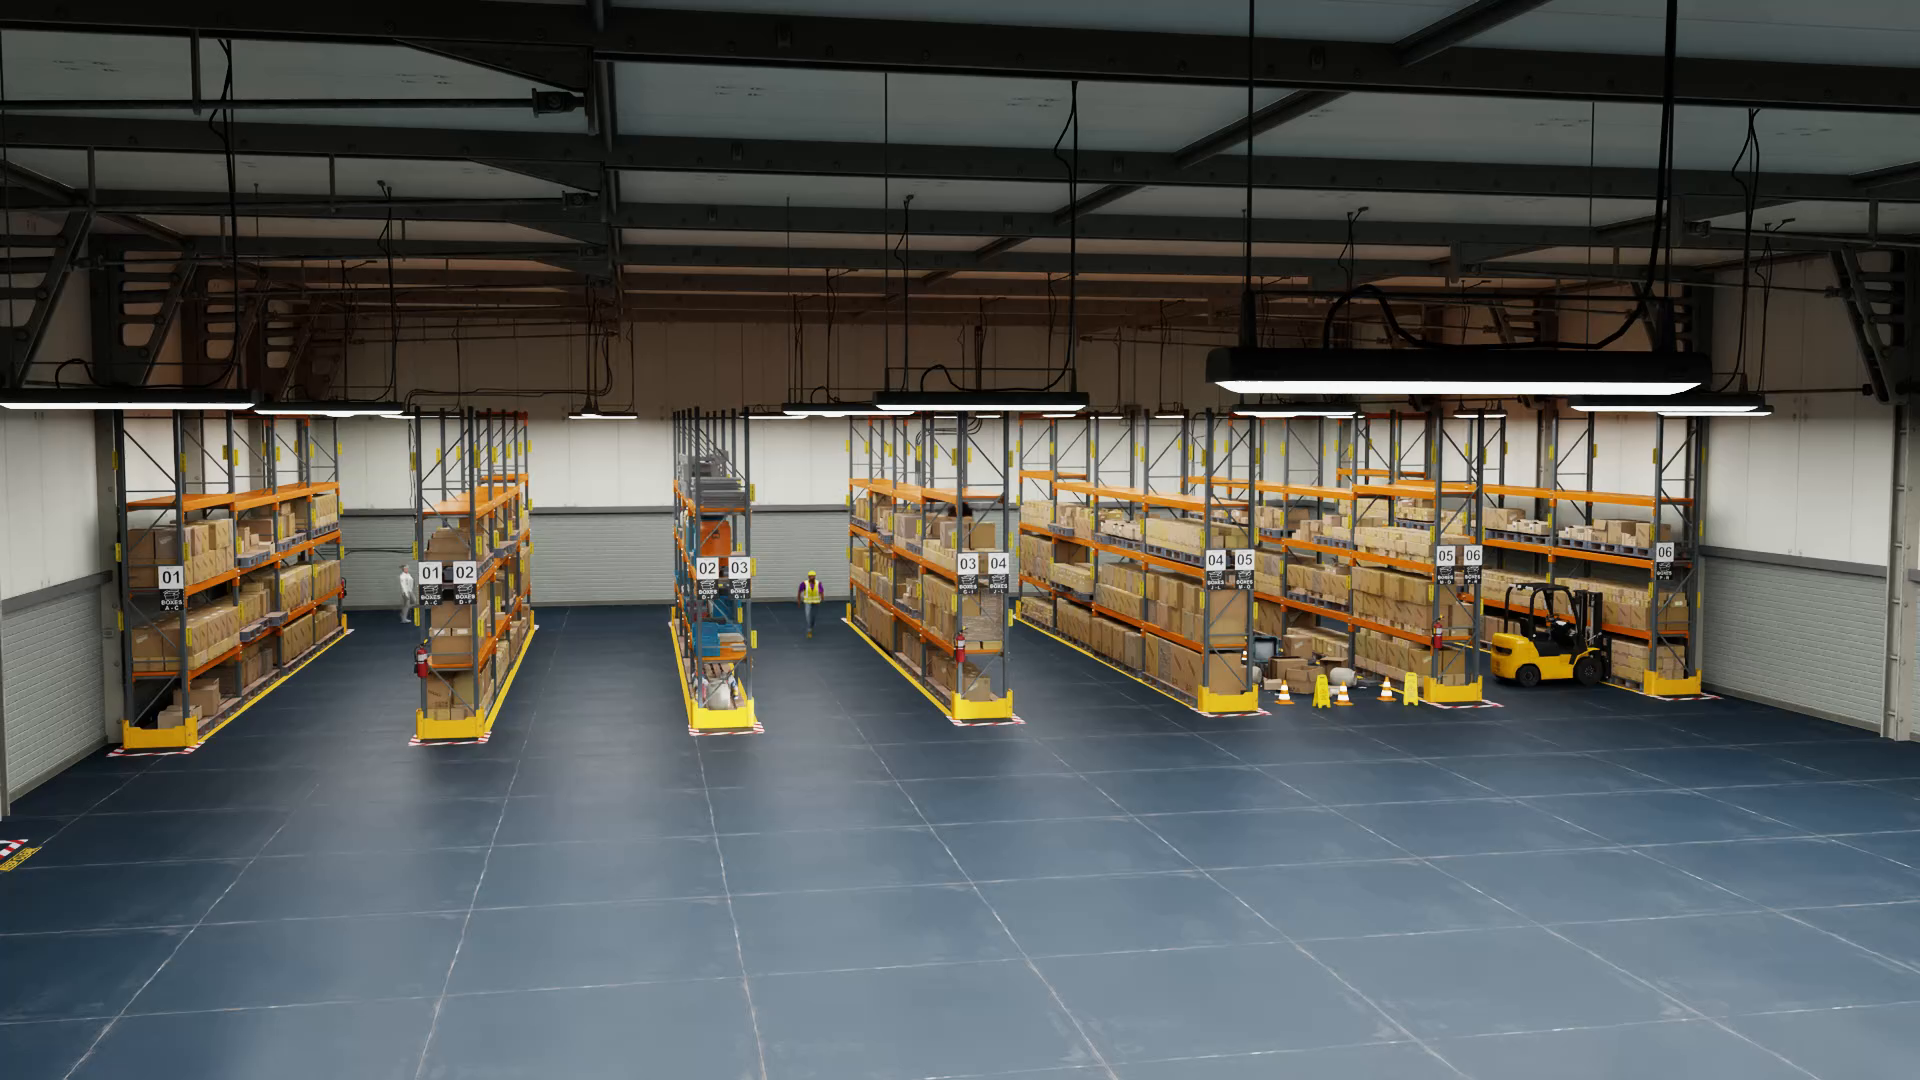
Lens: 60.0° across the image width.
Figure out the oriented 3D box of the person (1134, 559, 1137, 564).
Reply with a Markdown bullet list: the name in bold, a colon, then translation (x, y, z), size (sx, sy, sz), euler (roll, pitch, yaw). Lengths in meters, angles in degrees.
- **person**: translation (5.079, 1.394, 48.818), size (0.418, 1.834, 0.590), euler (-3, 5, -38)

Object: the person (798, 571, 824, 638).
- **person**: translation (-3.997, 1.696, 44.646), size (0.691, 1.745, 1.003), euler (-1, 4, -11)

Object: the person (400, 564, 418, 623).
- **person**: translation (-15.686, 1.508, 47.259), size (0.443, 1.678, 0.501), euler (0, 4, -3)
